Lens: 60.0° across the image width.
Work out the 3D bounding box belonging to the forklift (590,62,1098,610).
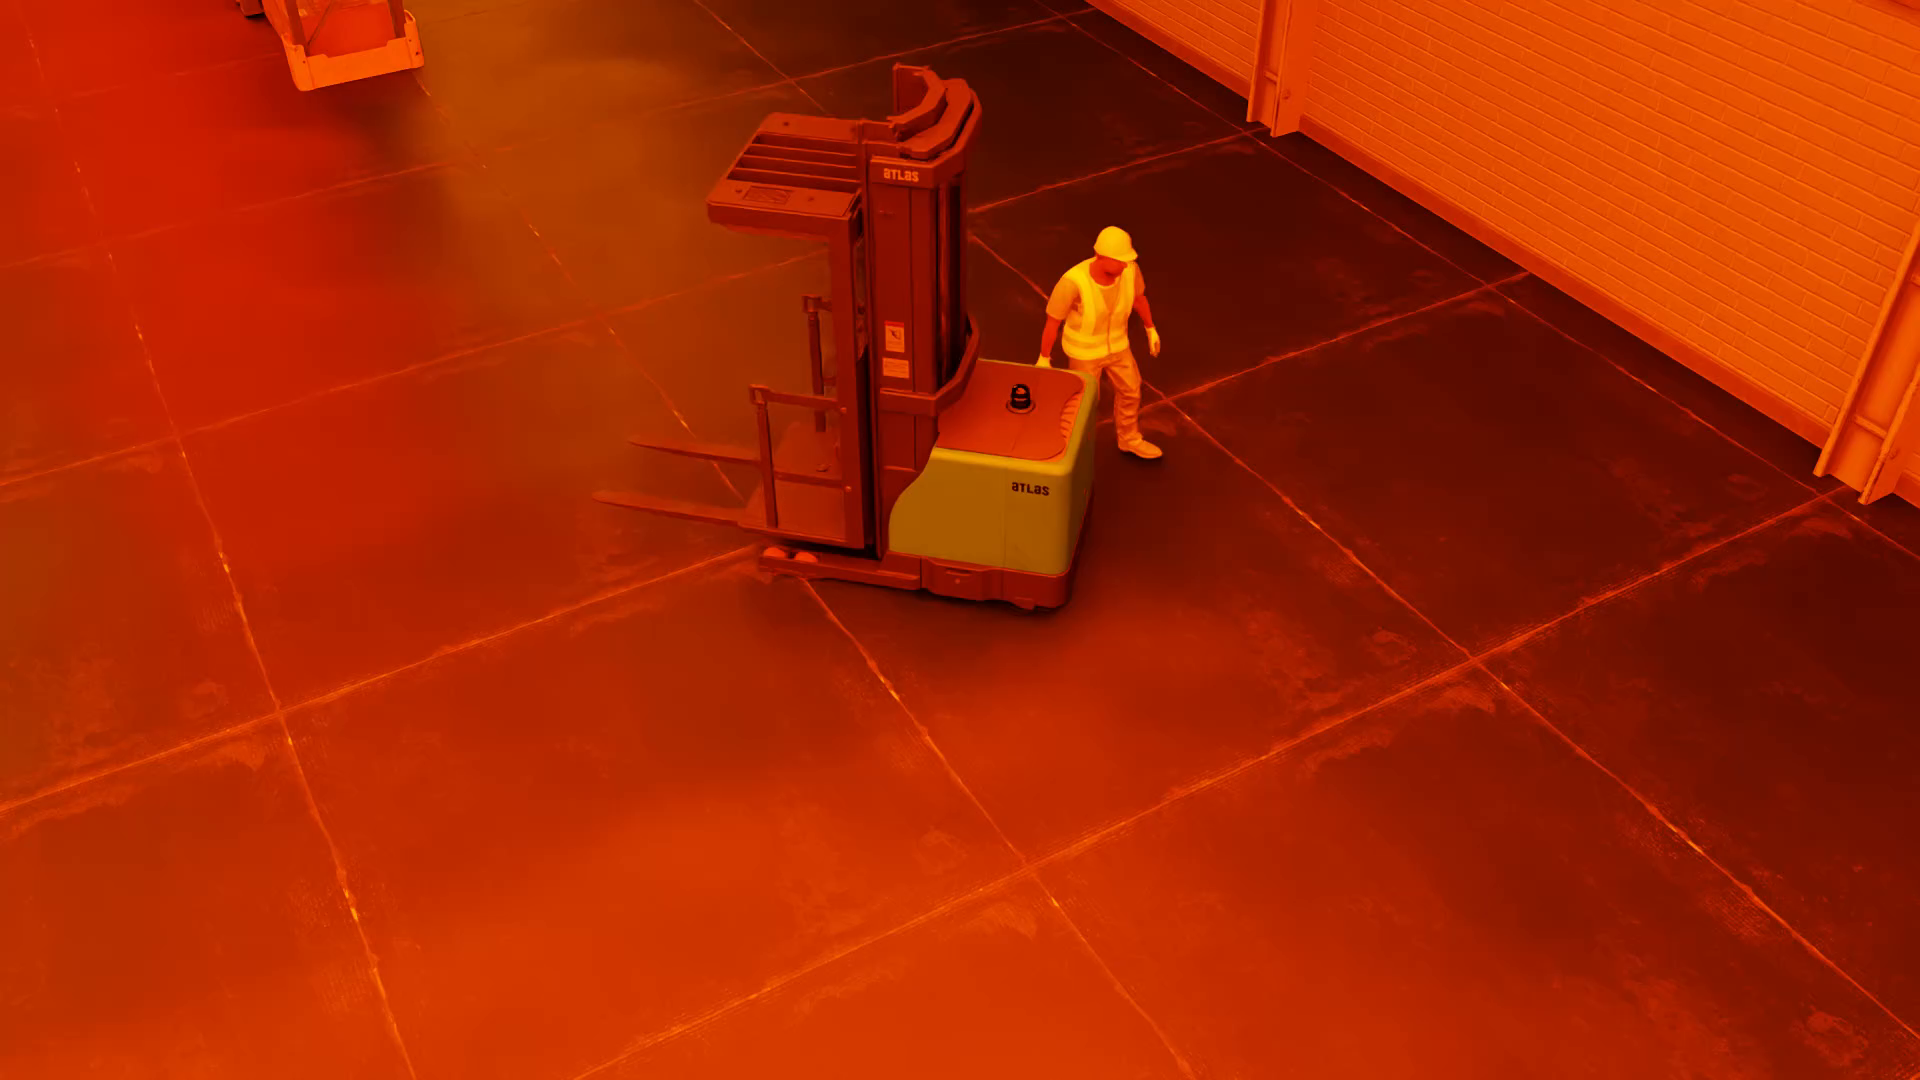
[{"bbox_3d":[-0.743,-1.208,9.492,3.031,2.935,1.130,8,40,10],"label":"forklift"}]

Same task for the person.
[{"bbox_3d":[0.889,-1.178,10.320,0.851,1.751,0.424,-19,43,-22],"label":"person"}]
